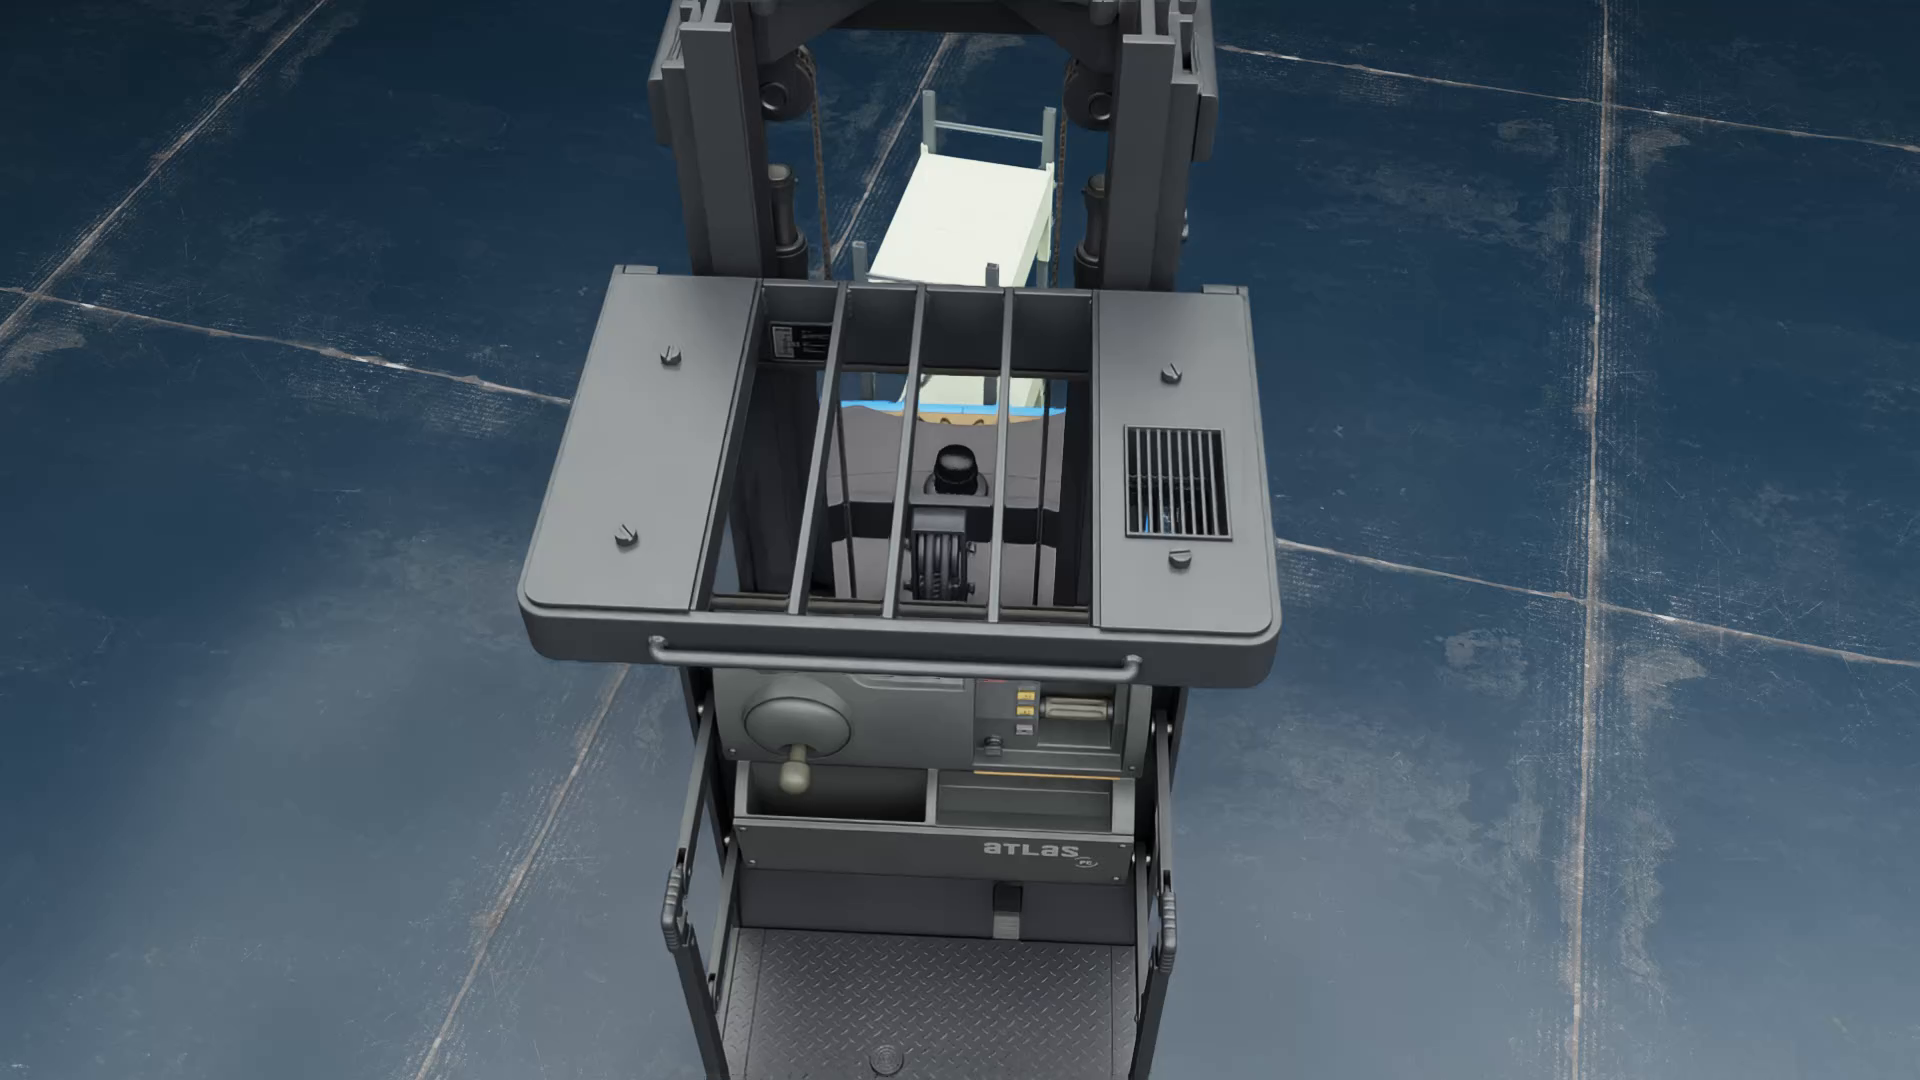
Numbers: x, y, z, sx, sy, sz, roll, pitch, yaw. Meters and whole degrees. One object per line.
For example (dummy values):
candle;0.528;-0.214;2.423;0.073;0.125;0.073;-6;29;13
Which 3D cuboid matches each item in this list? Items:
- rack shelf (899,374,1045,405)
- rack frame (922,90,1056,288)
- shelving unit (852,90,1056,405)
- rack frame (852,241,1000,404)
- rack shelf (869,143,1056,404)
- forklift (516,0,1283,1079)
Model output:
rack shelf;-0.003;-0.312;5.460;0.431;0.370;0.720;11;49;9
rack frame;0.085;-0.794;5.450;0.400;1.500;0.023;11;49;9
shelving unit;-0.003;-0.528;5.215;0.431;1.500;0.755;11;49;9
rack frame;-0.092;-0.261;4.980;0.400;1.500;0.023;11;49;9
rack shelf;-0.003;-0.786;4.923;0.431;0.370;0.720;11;49;9
forklift;-0.068;0.458;3.391;1.130;2.935;3.031;2;49;2
